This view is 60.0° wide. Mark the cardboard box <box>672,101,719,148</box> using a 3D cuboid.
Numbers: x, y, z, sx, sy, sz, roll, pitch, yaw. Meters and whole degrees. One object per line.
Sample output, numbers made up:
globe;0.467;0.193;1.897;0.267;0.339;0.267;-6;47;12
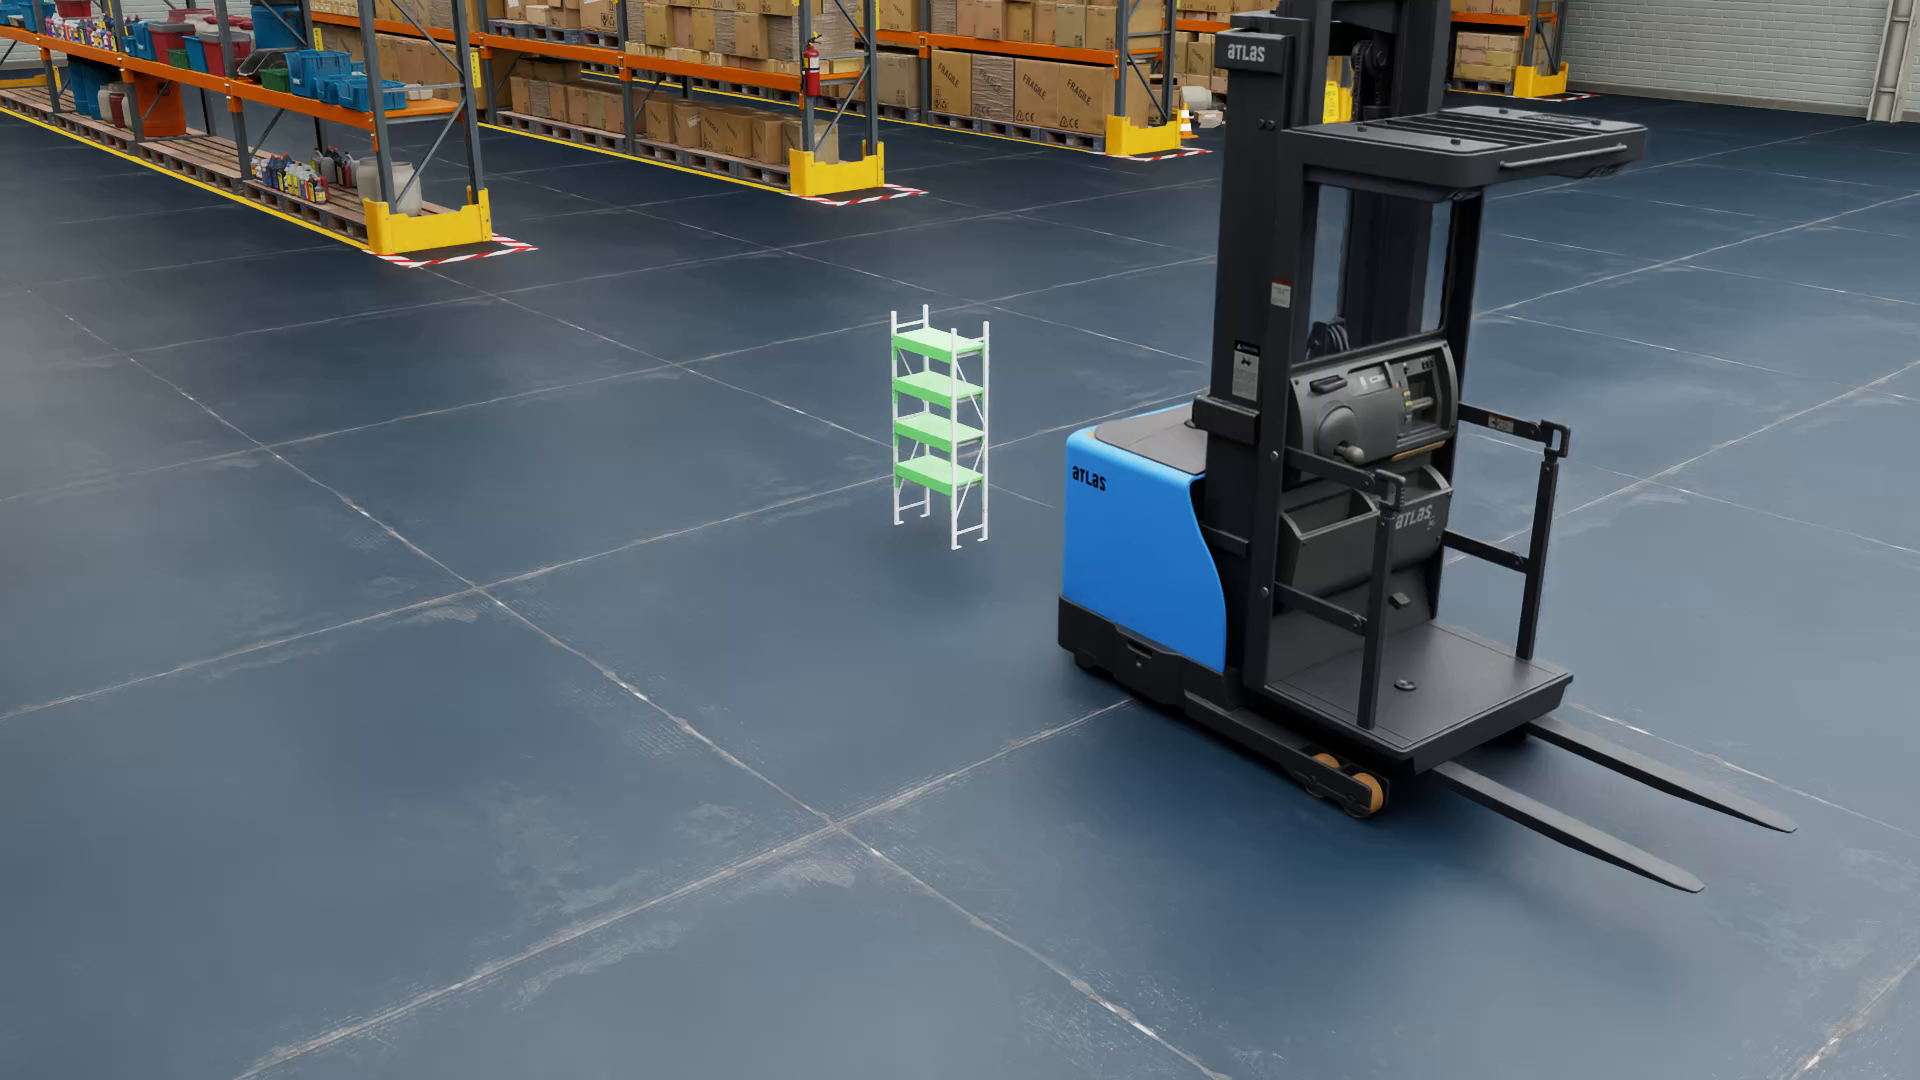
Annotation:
cardboard box;-3.379;-5.341;21.359;0.500;0.500;0.500;-9;23;-21

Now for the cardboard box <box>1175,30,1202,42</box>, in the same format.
cardboard box;3.735;-8.235;27.173;0.380;0.149;0.250;-17;27;-37

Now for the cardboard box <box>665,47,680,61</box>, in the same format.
cardboard box;-3.437;-6.057;20.681;0.380;0.149;0.250;-17;27;-37

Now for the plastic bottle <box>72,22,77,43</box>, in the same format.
plastic bottle;-12.139;-6.980;22.868;0.097;0.271;0.097;0;21;0

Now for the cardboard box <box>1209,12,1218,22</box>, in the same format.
cardboard box;4.215;-8.398;26.657;0.380;0.149;0.250;-18;27;-38

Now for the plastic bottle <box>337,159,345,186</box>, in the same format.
plastic bottle;-6.827;-4.064;18.367;0.061;0.283;0.133;-17;27;-37

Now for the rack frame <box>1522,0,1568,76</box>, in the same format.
rack frame;9.888;-9.022;27.906;1.000;3.000;0.127;-17;27;-37

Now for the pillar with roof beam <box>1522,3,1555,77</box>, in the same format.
pillar with roof beam;6.855;-11.198;25.235;9.100;9.000;0.400;-17;27;-37

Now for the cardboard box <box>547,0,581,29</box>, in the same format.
cardboard box;-5.190;-7.286;22.756;0.797;0.503;0.637;-14;26;-32

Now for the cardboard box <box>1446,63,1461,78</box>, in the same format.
cardboard box;8.704;-8.272;29.186;0.500;0.250;0.500;-17;27;-37

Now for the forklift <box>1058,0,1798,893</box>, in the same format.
forklift;1.744;-0.517;6.285;1.130;2.935;3.031;-16;26;-35

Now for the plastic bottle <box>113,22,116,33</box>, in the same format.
plastic bottle;-11.888;-7.213;23.463;0.097;0.271;0.097;0;21;0

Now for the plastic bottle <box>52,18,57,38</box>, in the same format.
plastic bottle;-12.807;-7.263;23.590;0.097;0.271;0.097;0;21;0

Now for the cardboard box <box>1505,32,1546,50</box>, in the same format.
cardboard box;9.717;-8.581;28.603;0.500;0.250;0.500;-18;28;-38

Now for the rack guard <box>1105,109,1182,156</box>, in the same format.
rack guard;2.461;-5.463;22.246;1.175;0.500;0.348;-17;27;-37

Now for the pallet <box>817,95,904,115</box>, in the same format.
pallet;-1.527;-6.973;26.497;1.003;0.211;1.213;-17;27;-37

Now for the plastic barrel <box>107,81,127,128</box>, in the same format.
plastic barrel;-11.422;-6.028;22.991;0.600;0.588;0.708;-17;27;-37

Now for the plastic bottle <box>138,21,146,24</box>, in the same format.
plastic bottle;-11.295;-7.034;22.999;0.152;0.276;0.135;-17;27;-37

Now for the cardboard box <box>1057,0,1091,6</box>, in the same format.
cardboard box;1.804;-7.448;22.200;0.875;0.550;0.550;-17;27;-37

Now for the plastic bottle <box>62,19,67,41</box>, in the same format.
plastic bottle;-12.467;-7.114;23.195;0.061;0.283;0.133;-17;27;-37

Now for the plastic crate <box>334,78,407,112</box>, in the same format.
plastic crate;-5.684;-4.299;16.052;0.499;0.251;0.616;-17;27;-37

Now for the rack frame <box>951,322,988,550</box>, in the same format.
rack frame;0.051;-0.537;8.710;0.240;1.200;0.015;-17;27;-37

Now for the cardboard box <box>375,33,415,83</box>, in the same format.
cardboard box;-8.778;-7.830;27.200;1.225;0.875;0.875;-17;27;-37

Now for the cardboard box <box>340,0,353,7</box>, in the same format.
cardboard box;-10.038;-9.067;27.817;0.500;0.250;0.500;-16;27;-36

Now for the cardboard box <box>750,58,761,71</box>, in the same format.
cardboard box;-2.237;-5.592;19.493;0.380;0.149;0.250;-17;27;-37

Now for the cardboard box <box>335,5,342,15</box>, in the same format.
cardboard box;-10.330;-8.969;28.116;0.380;0.149;0.250;-17;27;-36

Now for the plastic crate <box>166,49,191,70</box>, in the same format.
plastic crate;-9.092;-5.722;19.770;0.450;0.188;0.662;-17;27;-37

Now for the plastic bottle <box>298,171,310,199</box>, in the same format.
plastic bottle;-6.895;-3.756;17.591;0.152;0.276;0.135;-18;28;-39

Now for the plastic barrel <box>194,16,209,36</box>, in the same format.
plastic barrel;-9.244;-6.214;20.583;0.421;0.512;0.421;0;21;0

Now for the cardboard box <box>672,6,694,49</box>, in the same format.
cardboard box;-3.040;-6.371;20.592;0.875;0.500;0.500;-17;27;-37

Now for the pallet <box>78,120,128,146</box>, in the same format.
pallet;-11.691;-5.758;23.396;1.003;0.211;1.213;-17;27;-37

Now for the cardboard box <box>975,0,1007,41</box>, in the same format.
cardboard box;0.724;-7.385;23.522;0.875;0.550;0.550;-17;27;-37

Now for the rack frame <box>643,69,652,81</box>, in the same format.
rack frame;-5.387;-9.949;30.272;1.000;3.000;0.127;-17;27;-37

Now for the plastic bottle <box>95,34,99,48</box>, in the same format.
plastic bottle;-11.469;-6.664;22.157;0.097;0.201;0.097;0;21;0

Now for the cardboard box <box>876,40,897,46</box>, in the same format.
cardboard box;-1.238;-10.209;33.274;0.875;0.875;0.875;-16;27;-36

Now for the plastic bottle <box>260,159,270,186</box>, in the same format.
plastic bottle;-7.633;-4.068;18.389;0.152;0.276;0.135;-16;27;-36

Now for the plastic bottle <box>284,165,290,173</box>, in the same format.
plastic bottle;-7.281;-3.935;18.056;0.097;0.271;0.097;0;21;0

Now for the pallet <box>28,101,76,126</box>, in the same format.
pallet;-13.473;-6.512;25.322;1.003;0.211;1.213;-17;27;-37

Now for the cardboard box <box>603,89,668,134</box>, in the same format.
cardboard box;-4.373;-5.801;22.507;0.500;0.500;0.700;20;29;41

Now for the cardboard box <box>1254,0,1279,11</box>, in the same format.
cardboard box;4.919;-8.388;25.741;0.500;0.500;0.500;-18;27;-38

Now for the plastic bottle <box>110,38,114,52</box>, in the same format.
plastic bottle;-11.001;-6.466;21.651;0.097;0.201;0.097;0;21;0

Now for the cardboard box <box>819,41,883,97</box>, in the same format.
cardboard box;-1.874;-7.561;26.685;1.050;0.750;0.750;-17;27;-37

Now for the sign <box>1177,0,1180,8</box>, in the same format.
sign;2.870;-7.204;21.968;0.100;0.325;0.005;-17;27;-37

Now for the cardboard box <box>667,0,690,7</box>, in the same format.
cardboard box;-3.234;-6.775;20.254;0.500;0.500;0.500;-17;27;-37

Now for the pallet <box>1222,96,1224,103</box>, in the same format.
pallet;3.984;-7.469;27.765;1.003;0.211;1.213;-17;27;-37

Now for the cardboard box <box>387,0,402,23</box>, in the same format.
cardboard box;-8.771;-8.517;26.480;0.500;0.500;0.500;-17;27;-37

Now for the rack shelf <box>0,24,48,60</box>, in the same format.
rack shelf;-14.269;-7.834;25.860;1.077;0.370;4.000;-17;27;-37

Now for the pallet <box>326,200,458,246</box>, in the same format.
pallet;-5.742;-3.239;16.963;1.003;0.211;1.213;-17;27;-37

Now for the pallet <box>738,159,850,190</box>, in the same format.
pallet;-1.931;-4.436;20.020;1.003;0.211;1.213;-17;27;-37

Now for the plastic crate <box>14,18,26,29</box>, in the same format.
plastic crate;-13.897;-7.762;24.984;0.437;0.125;0.590;-17;27;-37

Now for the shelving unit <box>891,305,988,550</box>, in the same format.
shelving unit;-0.108;-0.604;8.882;0.258;1.200;0.503;-17;27;-37

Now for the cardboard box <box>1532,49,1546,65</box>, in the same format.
cardboard box;9.738;-8.350;28.698;0.500;0.250;0.500;-17;27;-36
